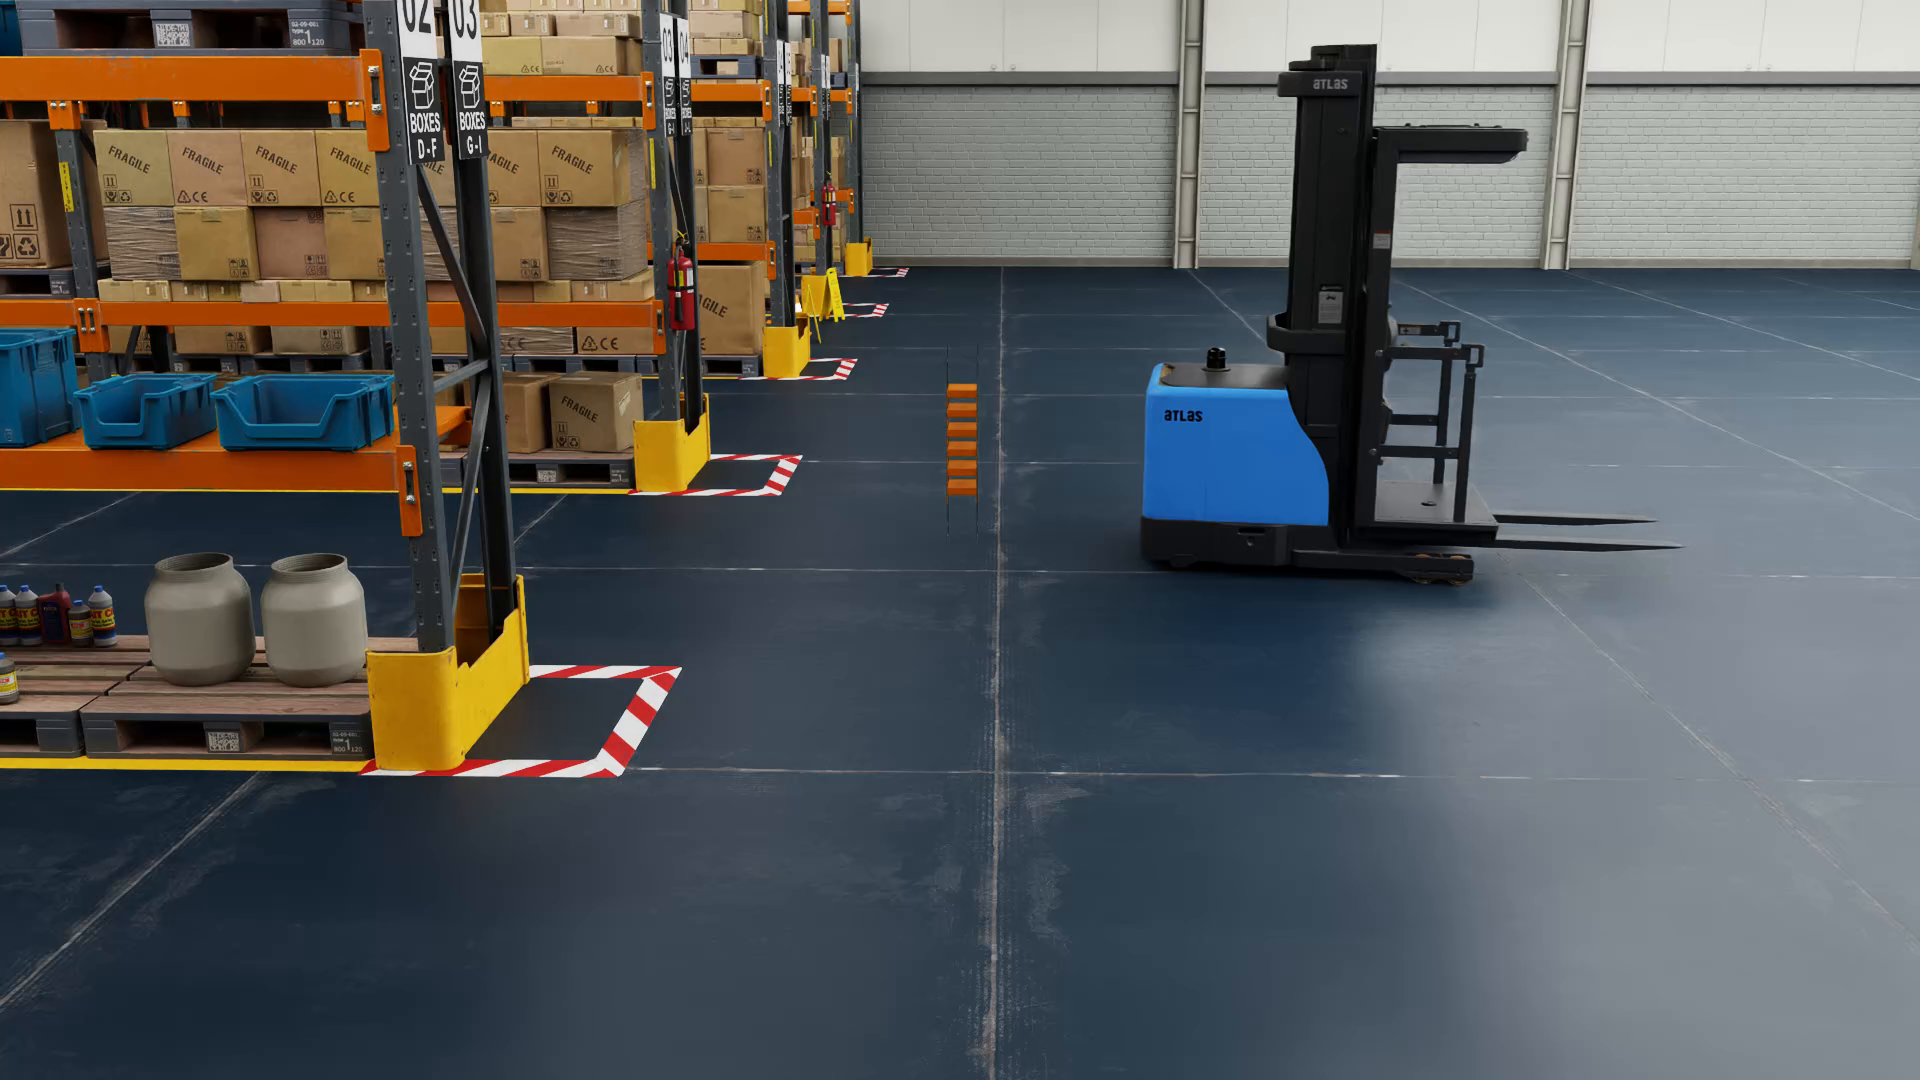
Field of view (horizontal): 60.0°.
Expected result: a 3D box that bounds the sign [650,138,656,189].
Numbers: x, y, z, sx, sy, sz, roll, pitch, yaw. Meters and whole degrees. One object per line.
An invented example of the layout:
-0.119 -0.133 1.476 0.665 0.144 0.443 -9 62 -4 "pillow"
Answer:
-2.044 -2.505 11.064 0.005 0.325 0.100 0 15 1 "sign"

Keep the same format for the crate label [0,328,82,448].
-3.984 -0.630 6.780 0.616 0.435 0.502 0 15 1 "crate label"

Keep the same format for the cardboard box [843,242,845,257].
-2.120 -4.653 26.664 0.500 0.250 0.500 0 15 2 "cardboard box"

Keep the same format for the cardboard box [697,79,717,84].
-3.137 -5.732 20.800 0.250 0.149 0.380 0 15 1 "cardboard box"

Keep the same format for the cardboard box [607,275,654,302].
-2.300 -1.761 11.628 0.250 0.149 0.380 0 15 1 "cardboard box"

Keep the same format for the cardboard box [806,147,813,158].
-2.244 -6.013 25.785 0.250 0.149 0.380 1 15 2 "cardboard box"

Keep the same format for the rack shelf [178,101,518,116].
-7.755 -5.602 21.225 4.000 0.370 1.077 0 15 1 "rack shelf"

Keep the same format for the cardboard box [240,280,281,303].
-4.802 -1.749 11.582 0.250 0.149 0.380 0 15 1 "cardboard box"

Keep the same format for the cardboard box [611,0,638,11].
-3.142 -5.086 15.768 0.250 0.149 0.380 0 15 2 "cardboard box"

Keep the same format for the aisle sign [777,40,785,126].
-1.719 -4.378 15.957 0.004 0.787 0.394 0 15 1 "aisle sign"

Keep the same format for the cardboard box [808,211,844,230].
-2.102 -5.007 26.045 0.500 0.250 0.500 1 15 3 "cardboard box"

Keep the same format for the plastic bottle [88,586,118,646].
-3.941 0.345 7.639 0.097 0.271 0.097 0 15 0 "plastic bottle"

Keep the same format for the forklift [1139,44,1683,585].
2.612 -1.308 9.552 3.031 2.935 1.130 2 15 9 "forklift"

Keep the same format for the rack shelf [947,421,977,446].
0.014 -0.653 10.167 0.180 0.103 0.258 0 15 1 "rack shelf"

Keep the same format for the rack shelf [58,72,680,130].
-4.010 -3.049 11.547 4.000 0.370 1.077 0 15 1 "rack shelf"

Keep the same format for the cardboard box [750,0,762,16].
-2.108 -5.247 16.377 0.250 0.149 0.380 1 15 2 "cardboard box"

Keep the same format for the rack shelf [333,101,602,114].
-7.632 -6.868 26.023 4.000 0.370 1.077 0 15 1 "rack shelf"

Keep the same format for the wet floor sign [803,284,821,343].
-1.703 -2.564 18.794 0.232 0.644 0.267 -2 15 -8 "wet floor sign"

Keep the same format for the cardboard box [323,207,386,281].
-4.061 -2.129 11.752 0.500 0.500 0.875 0 15 1 "cardboard box"

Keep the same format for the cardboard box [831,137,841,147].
-1.998 -6.181 25.837 0.250 0.149 0.380 0 15 2 "cardboard box"

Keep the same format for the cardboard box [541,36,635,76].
-2.499 -3.250 11.191 0.500 0.250 0.500 1 15 3 "cardboard box"

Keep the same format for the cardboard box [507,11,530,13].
-4.291 -4.916 15.906 0.500 0.250 0.500 0 15 1 "cardboard box"

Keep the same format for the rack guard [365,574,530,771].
-2.214 0.550 7.276 0.348 0.500 1.175 0 15 1 "rack guard"

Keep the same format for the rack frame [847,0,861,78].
-1.634 -8.627 25.400 0.127 3.000 1.000 0 15 1 "rack frame"

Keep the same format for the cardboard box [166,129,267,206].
-5.066 -2.565 11.441 0.500 0.500 0.500 0 15 1 "cardboard box"

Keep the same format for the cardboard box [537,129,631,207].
-2.566 -2.550 11.385 0.500 0.500 0.500 0 15 1 "cardboard box"

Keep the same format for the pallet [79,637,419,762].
-3.026 0.683 7.338 1.213 0.211 1.003 0 15 1 "pallet"

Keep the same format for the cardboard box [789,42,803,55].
-2.103 -6.102 20.638 0.250 0.149 0.380 1 15 2 "cardboard box"

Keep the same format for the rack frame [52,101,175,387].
-6.009 -1.960 11.887 0.127 3.000 1.000 0 15 1 "rack frame"

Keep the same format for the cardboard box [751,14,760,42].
-2.258 -5.039 16.372 0.500 0.250 0.500 0 15 1 "cardboard box"

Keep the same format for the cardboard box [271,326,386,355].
-6.404 -2.320 16.841 0.750 0.750 1.050 0 15 1 "cardboard box"

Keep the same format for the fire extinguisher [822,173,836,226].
-1.655 -4.305 20.929 0.183 0.674 0.296 0 15 1 "fire extinguisher"

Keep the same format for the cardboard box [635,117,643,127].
-3.787 -5.105 21.070 0.500 0.500 0.700 0 15 1 "cardboard box"

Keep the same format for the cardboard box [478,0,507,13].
-3.487 -3.896 11.589 0.500 0.500 0.500 0 15 1 "cardboard box"

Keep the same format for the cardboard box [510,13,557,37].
-2.829 -3.432 11.100 0.250 0.149 0.380 0 15 -1 "cardboard box"

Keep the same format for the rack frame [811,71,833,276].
-1.757 -4.461 21.367 0.127 3.000 1.000 0 15 1 "rack frame"

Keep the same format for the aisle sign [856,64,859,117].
-1.576 -6.908 25.548 0.004 0.787 0.394 0 15 1 "aisle sign"

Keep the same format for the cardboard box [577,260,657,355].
-3.342 -2.366 16.770 0.875 0.875 0.875 0 15 1 "cardboard box"

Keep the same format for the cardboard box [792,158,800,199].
-2.307 -4.586 21.064 0.500 0.500 0.500 0 15 0 "cardboard box"

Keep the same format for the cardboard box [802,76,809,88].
-2.080 -5.875 21.339 0.250 0.149 0.380 0 15 1 "cardboard box"

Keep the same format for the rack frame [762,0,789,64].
-1.783 -6.098 15.815 0.127 3.000 1.000 0 15 1 "rack frame"

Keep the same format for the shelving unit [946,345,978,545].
0.014 -0.580 10.187 0.189 1.200 0.258 0 15 1 "shelving unit"

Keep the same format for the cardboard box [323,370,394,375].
-4.415 -0.955 12.158 0.500 0.500 0.500 -1 15 -4 "cardboard box"

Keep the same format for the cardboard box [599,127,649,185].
-3.261 -3.823 16.540 0.550 0.550 0.875 0 15 1 "cardboard box"

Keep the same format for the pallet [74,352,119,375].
-8.994 -1.877 17.041 1.213 0.211 1.003 0 15 1 "pallet"

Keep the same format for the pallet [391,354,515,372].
-5.023 -1.851 16.940 1.213 0.211 1.003 0 15 1 "pallet"

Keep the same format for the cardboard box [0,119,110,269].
-6.800 -2.494 11.912 1.000 1.000 1.000 0 15 2 "cardboard box"

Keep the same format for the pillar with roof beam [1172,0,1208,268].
3.581 -7.725 21.979 0.400 9.000 9.100 0 15 1 "pillar with roof beam"

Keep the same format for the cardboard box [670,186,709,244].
-2.705 -3.259 16.519 0.550 0.550 0.875 0 15 1 "cardboard box"

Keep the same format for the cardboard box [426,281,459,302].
-3.550 -1.765 11.643 0.250 0.149 0.380 0 15 1 "cardboard box"

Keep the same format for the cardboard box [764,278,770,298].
-2.596 -3.271 21.425 0.500 0.250 0.500 0 15 1 "cardboard box"
